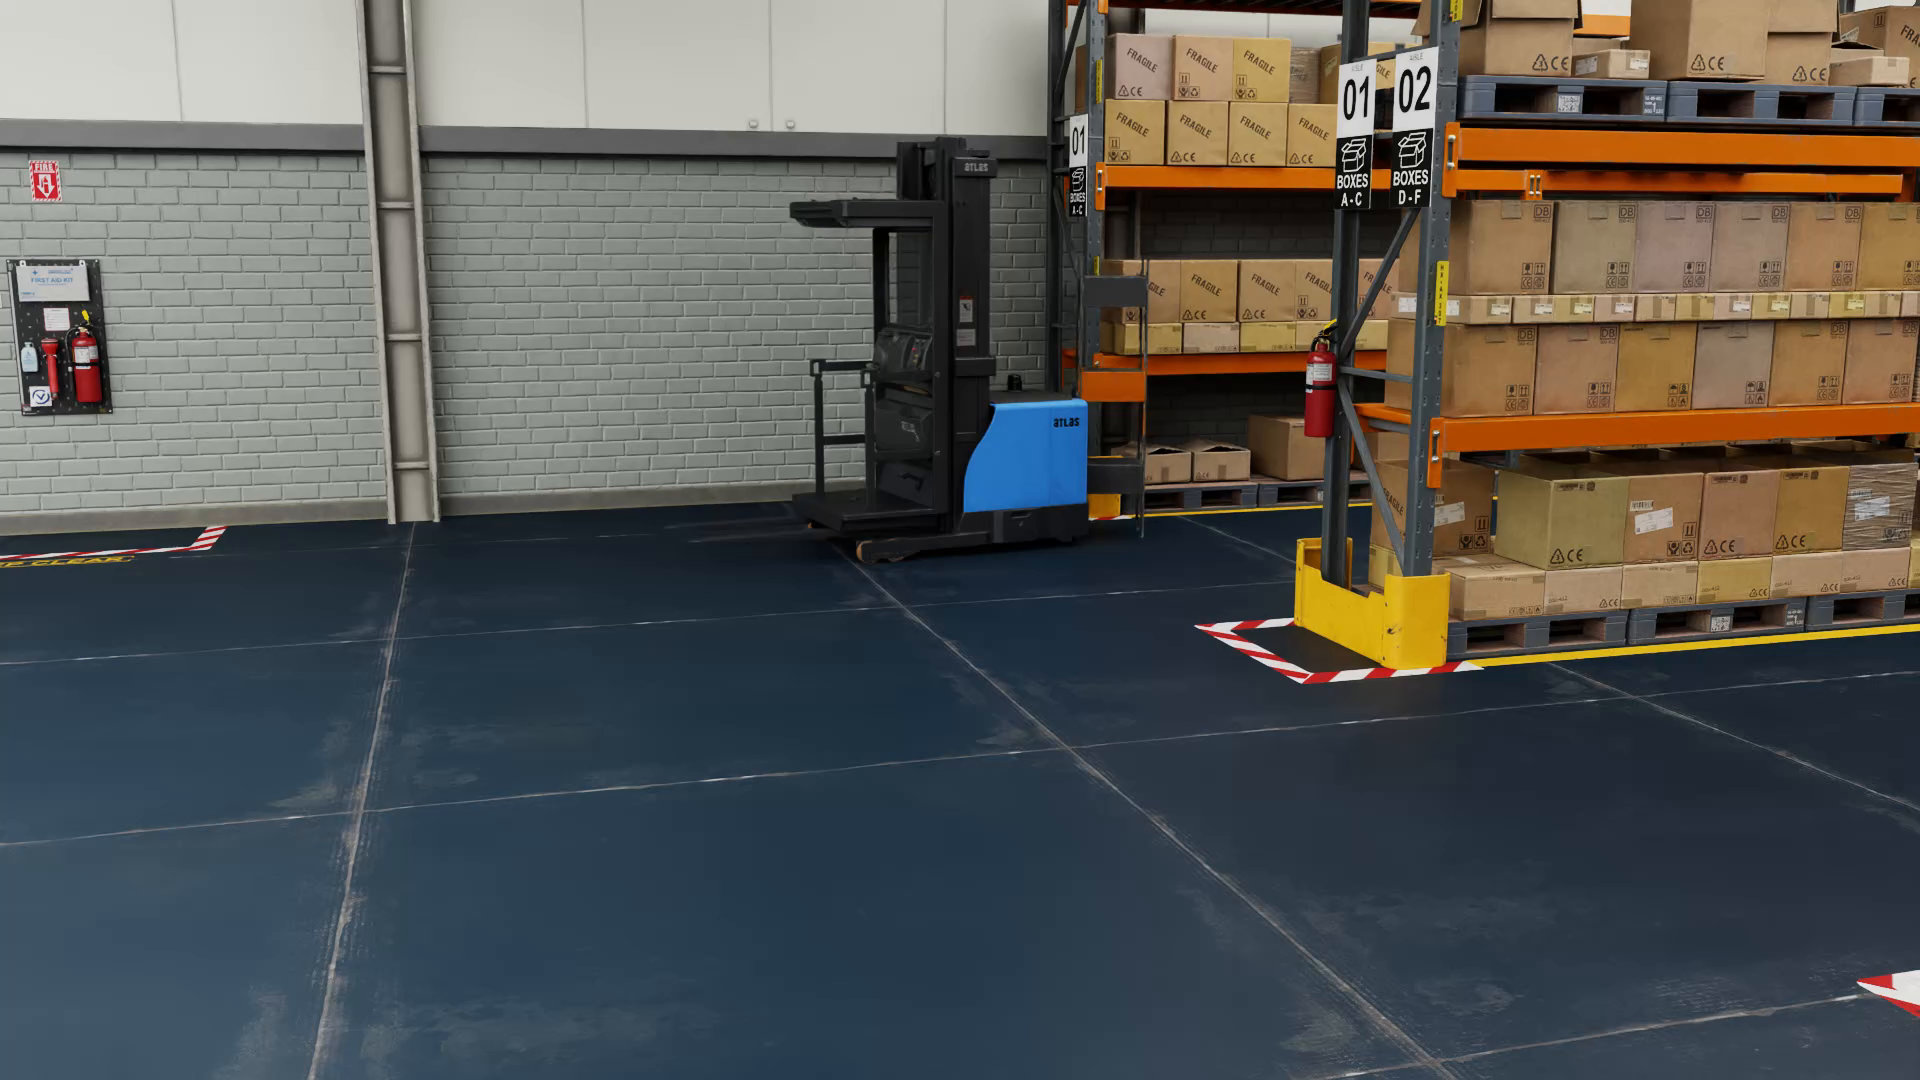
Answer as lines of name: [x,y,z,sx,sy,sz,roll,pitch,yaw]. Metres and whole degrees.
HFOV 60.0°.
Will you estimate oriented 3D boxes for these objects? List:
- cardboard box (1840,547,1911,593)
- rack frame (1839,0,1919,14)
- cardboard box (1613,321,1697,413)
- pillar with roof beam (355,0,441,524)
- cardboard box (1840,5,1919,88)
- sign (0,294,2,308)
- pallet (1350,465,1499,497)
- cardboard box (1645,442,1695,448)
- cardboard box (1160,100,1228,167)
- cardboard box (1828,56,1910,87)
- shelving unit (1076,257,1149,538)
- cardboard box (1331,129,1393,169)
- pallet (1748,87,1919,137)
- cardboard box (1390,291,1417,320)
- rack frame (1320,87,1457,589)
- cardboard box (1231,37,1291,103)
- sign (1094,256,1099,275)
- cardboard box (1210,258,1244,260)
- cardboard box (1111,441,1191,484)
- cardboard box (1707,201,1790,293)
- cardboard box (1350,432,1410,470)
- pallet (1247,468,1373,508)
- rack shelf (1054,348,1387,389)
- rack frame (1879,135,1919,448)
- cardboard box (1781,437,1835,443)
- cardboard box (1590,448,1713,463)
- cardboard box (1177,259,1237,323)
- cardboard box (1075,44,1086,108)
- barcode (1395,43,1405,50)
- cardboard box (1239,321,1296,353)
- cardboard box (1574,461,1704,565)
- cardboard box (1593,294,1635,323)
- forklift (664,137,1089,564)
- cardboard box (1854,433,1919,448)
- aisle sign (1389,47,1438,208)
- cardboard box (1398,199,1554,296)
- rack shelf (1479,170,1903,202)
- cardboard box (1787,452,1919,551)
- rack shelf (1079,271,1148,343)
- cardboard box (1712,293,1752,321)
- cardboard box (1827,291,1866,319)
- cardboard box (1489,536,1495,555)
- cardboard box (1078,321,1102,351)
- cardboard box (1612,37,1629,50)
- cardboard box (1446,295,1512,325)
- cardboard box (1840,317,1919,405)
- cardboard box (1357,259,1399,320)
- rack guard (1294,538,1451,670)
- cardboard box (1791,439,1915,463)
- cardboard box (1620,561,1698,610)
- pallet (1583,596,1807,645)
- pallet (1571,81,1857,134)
cardboard box: [5.290,0.133,9.974,0.500,0.250,0.500,-3,11,-16]
rack frame: [8.609,-5.112,15.458,0.127,3.000,1.000,-3,11,-16]
cardboard box: [3.749,-1.017,9.512,0.500,0.500,0.700,-3,11,-16]
pillar with roof beam: [-3.199,-3.841,8.554,0.400,9.000,9.100,-3,11,-16]
cardboard box: [5.599,-2.918,10.004,0.500,0.500,0.500,-2,11,-11]
sign: [-7.339,-1.787,12.406,0.331,0.109,0.001,-3,11,-16]
pallet: [4.134,-0.547,14.936,1.213,0.211,1.003,-3,11,-16]
cardboard box: [6.454,-1.040,15.597,0.500,0.500,0.700,-3,11,-15]
cardboard box: [1.844,-3.285,13.489,0.500,0.500,0.500,-2,11,-12]
cardboard box: [5.075,-2.616,9.336,0.250,0.149,0.380,-3,11,-16]
shelving unit: [1.145,-1.085,12.641,0.503,2.100,0.431,0,10,0]
cardboard box: [3.342,-3.366,13.932,0.500,0.500,0.500,-3,11,-18]
pallet: [5.345,-2.482,9.702,1.213,0.211,1.003,-3,11,-16]
cardboard box: [2.630,-1.316,9.342,0.250,0.149,0.380,-3,11,-17]
rack frame: [2.316,-0.895,9.125,0.127,3.000,1.000,-3,11,-16]
cardboard box: [2.350,-3.804,13.547,0.500,0.500,0.500,-3,11,-14]
sign: [1.080,-2.088,13.211,0.005,0.325,0.100,-3,11,-16]
cardboard box: [2.302,-2.173,14.351,0.500,0.500,0.500,-3,11,-18]
cardboard box: [1.617,-0.670,14.111,0.500,0.311,0.500,-4,11,-22]
cardboard box: [4.287,-1.685,9.556,0.500,0.500,0.700,-3,11,-16]
cardboard box: [3.783,-0.886,14.765,0.500,0.500,0.500,-4,11,-20]
pallet: [2.960,-0.485,14.597,1.213,0.211,1.003,-3,11,-16]
rack shelf: [2.848,-1.504,14.417,4.000,0.370,1.077,-3,11,-16]
rack frame: [6.157,-1.098,10.225,0.127,3.000,1.000,-3,11,-16]
cardboard box: [7.932,-1.103,15.940,0.500,0.500,0.700,-3,11,-15]
cardboard box: [4.184,-0.276,10.122,0.500,0.500,0.500,-3,11,-16]
cardboard box: [1.948,-2.056,13.720,0.500,0.500,0.500,-3,11,-16]
cardboard box: [1.269,-3.850,13.794,0.500,0.500,0.500,-3,11,-13]
barcode: [2.471,-2.755,9.340,0.075,0.075,0.001,-3,11,-16]
cardboard box: [2.471,-1.715,13.939,0.500,0.250,0.500,-3,11,-17]
cardboard box: [3.849,-0.160,9.494,0.500,0.500,0.500,-3,11,-16]
cardboard box: [3.489,-1.285,9.172,0.250,0.149,0.380,-3,11,-17]
forklift: [-0.599,-1.380,11.948,3.031,2.935,1.130,-5,12,-25]
cardboard box: [9.352,-1.325,16.236,0.750,0.750,0.750,-3,11,-17]
aisle sign: [2.339,-2.117,8.583,0.004,0.787,0.394,-3,11,-16]
cardboard box: [2.819,-1.607,9.130,0.500,0.500,0.700,-3,11,-16]
rack shelf: [6.689,-3.181,15.245,4.000,0.370,1.077,-3,11,-16]
cardboard box: [5.289,-0.236,9.908,0.500,0.500,0.500,-3,11,-16]
rack shelf: [1.145,-1.760,12.516,0.480,0.518,0.431,0,10,0]
cardboard box: [4.229,-1.324,9.384,0.250,0.149,0.380,-3,11,-15]
cardboard box: [4.978,-1.364,9.602,0.250,0.149,0.380,-3,11,-16]
cardboard box: [3.225,0.144,9.911,0.500,0.250,0.500,-3,11,-16]
cardboard box: [1.323,-1.750,14.125,0.500,0.250,0.500,-3,11,-15]
cardboard box: [3.882,-2.734,9.529,0.500,0.311,0.500,-2,11,-9]
cardboard box: [2.753,-1.246,8.962,0.250,0.149,0.380,-3,11,-16]
cardboard box: [5.228,-1.096,9.937,0.500,0.500,0.700,-3,11,-17]
cardboard box: [3.437,-2.136,14.152,0.500,0.500,0.500,-3,11,-18]
rack guard: [2.293,0.335,9.345,0.348,0.500,1.175,-3,11,-16]
cardboard box: [5.624,-0.352,10.536,0.500,0.500,0.500,-3,11,-16]
cardboard box: [3.852,0.211,9.551,0.500,0.250,0.500,-3,11,-16]
pallet: [4.208,0.369,9.959,1.213,0.211,1.003,-3,11,-16]
pallet: [4.176,-2.421,9.371,1.213,0.211,1.003,-3,11,-16]
